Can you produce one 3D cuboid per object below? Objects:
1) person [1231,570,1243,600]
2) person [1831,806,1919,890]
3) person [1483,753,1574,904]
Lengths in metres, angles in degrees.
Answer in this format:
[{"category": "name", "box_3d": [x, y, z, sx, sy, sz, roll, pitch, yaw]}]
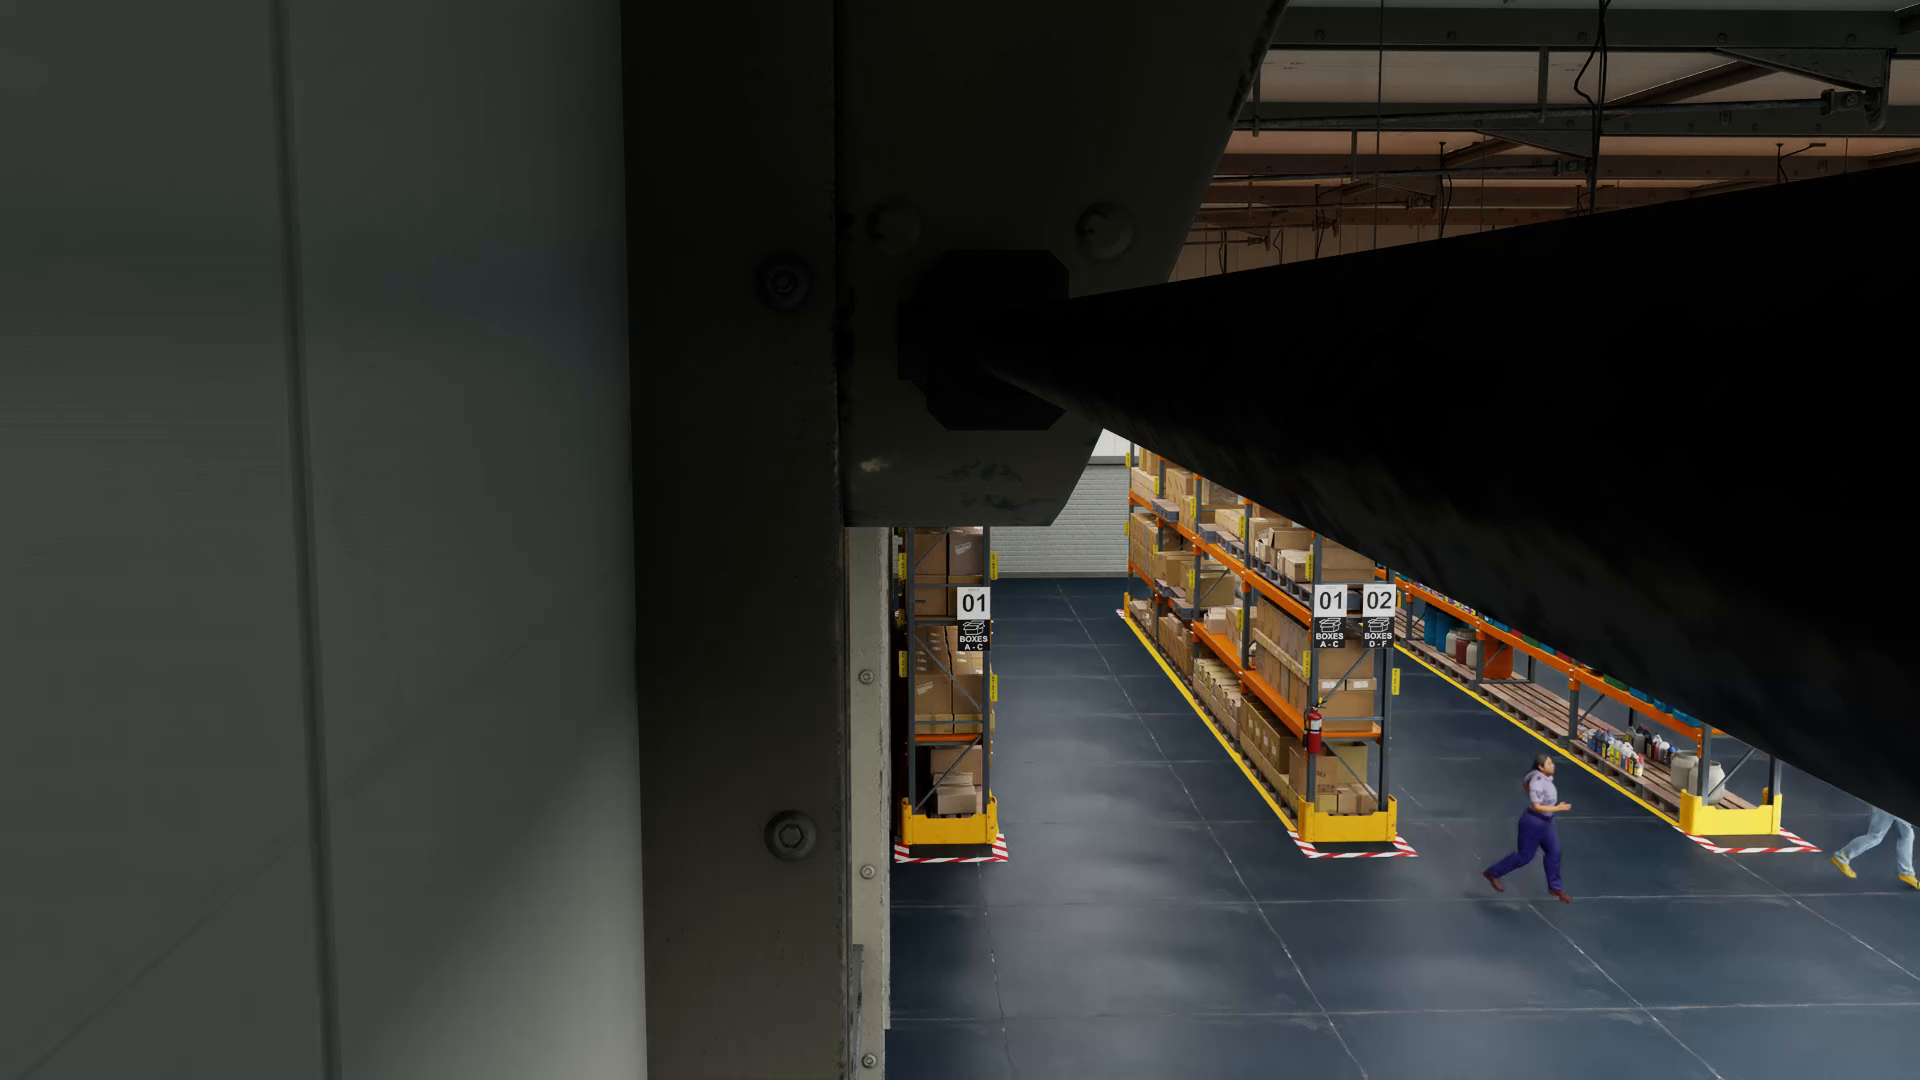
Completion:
[{"category": "person", "box_3d": [6.030, 0.934, 36.120, 0.687, 1.585, 0.566, -4, 8, -28]}, {"category": "person", "box_3d": [10.494, 3.042, 18.894, 0.957, 1.799, 0.711, 5, 9, 35]}, {"category": "person", "box_3d": [6.336, 3.171, 18.429, 0.938, 1.675, 0.613, 4, 8, 28]}]
